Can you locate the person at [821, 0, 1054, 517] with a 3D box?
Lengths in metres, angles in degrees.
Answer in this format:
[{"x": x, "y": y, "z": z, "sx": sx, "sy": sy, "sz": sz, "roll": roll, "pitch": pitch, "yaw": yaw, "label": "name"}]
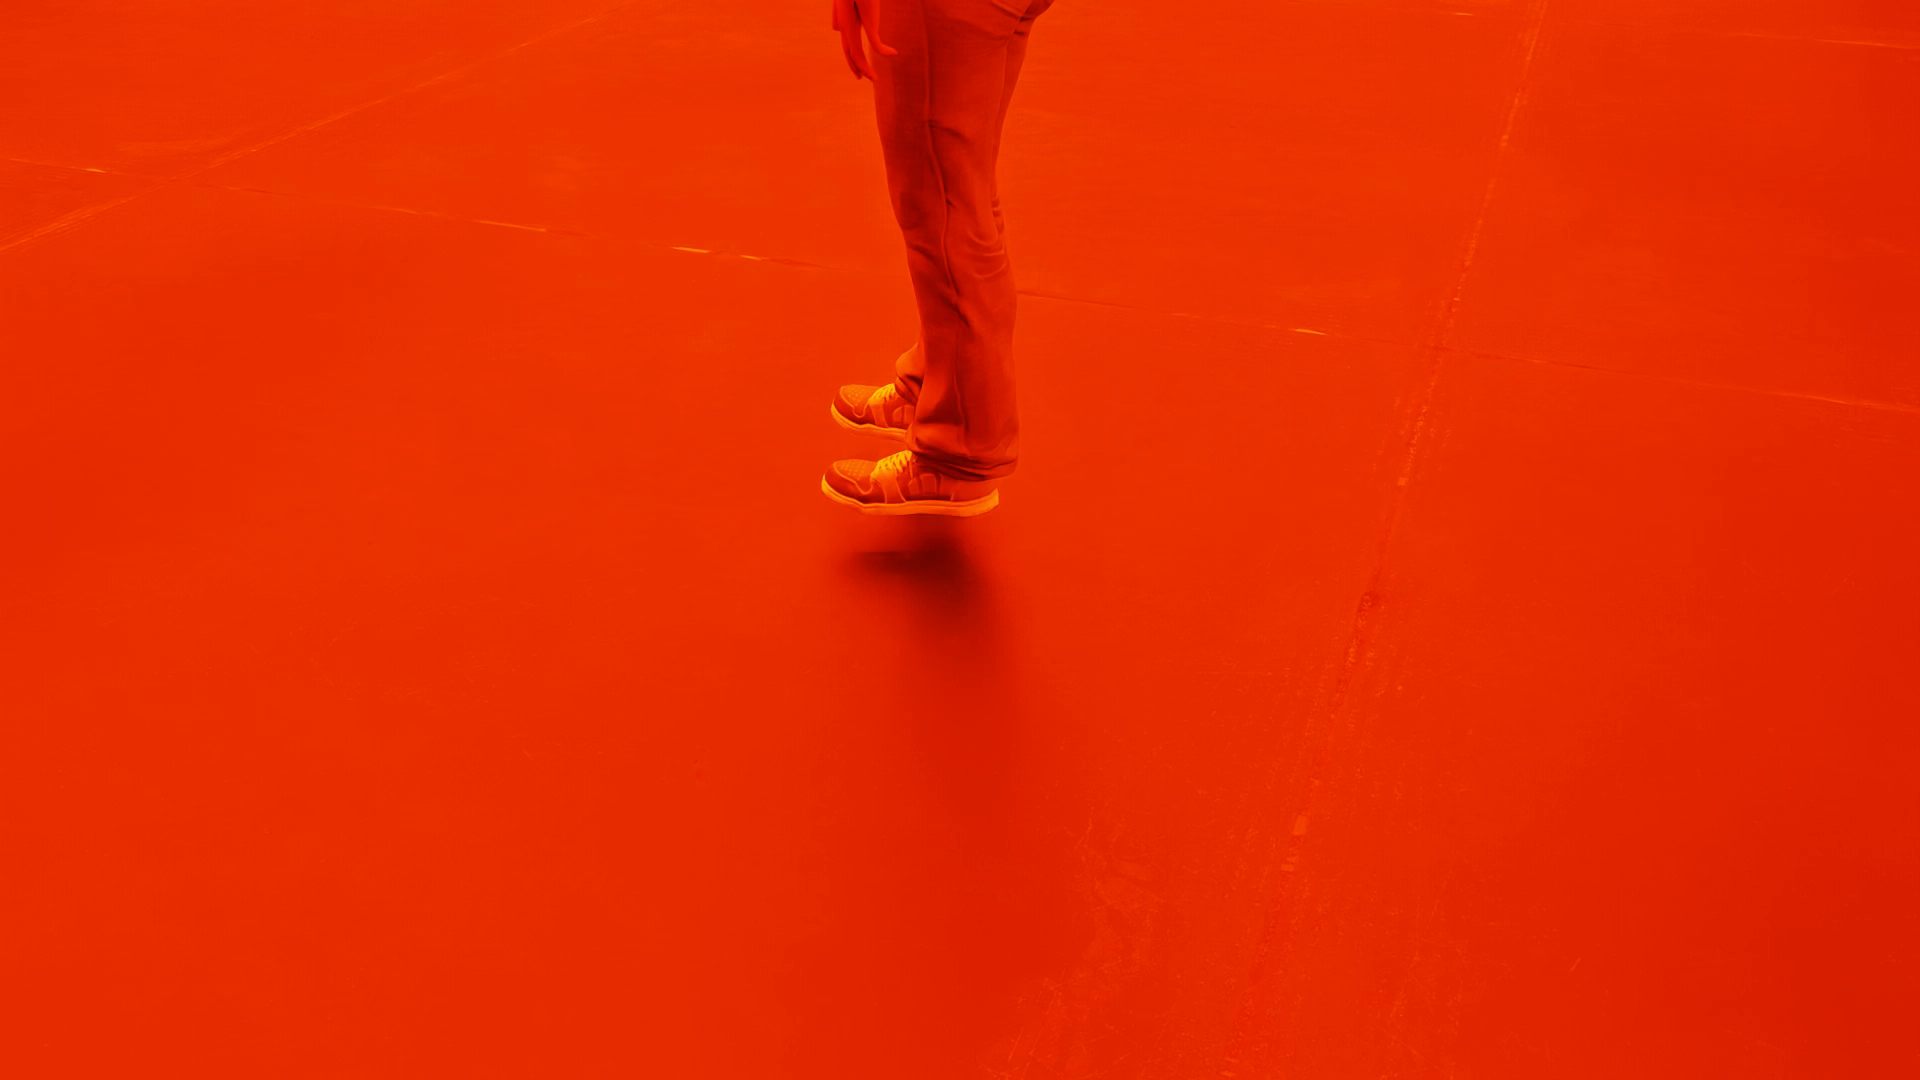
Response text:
[{"x": -0.064, "y": -0.755, "z": 2.117, "sx": 0.475, "sy": 1.597, "sz": 0.520, "roll": 10, "pitch": 31, "yaw": 18, "label": "person"}]
